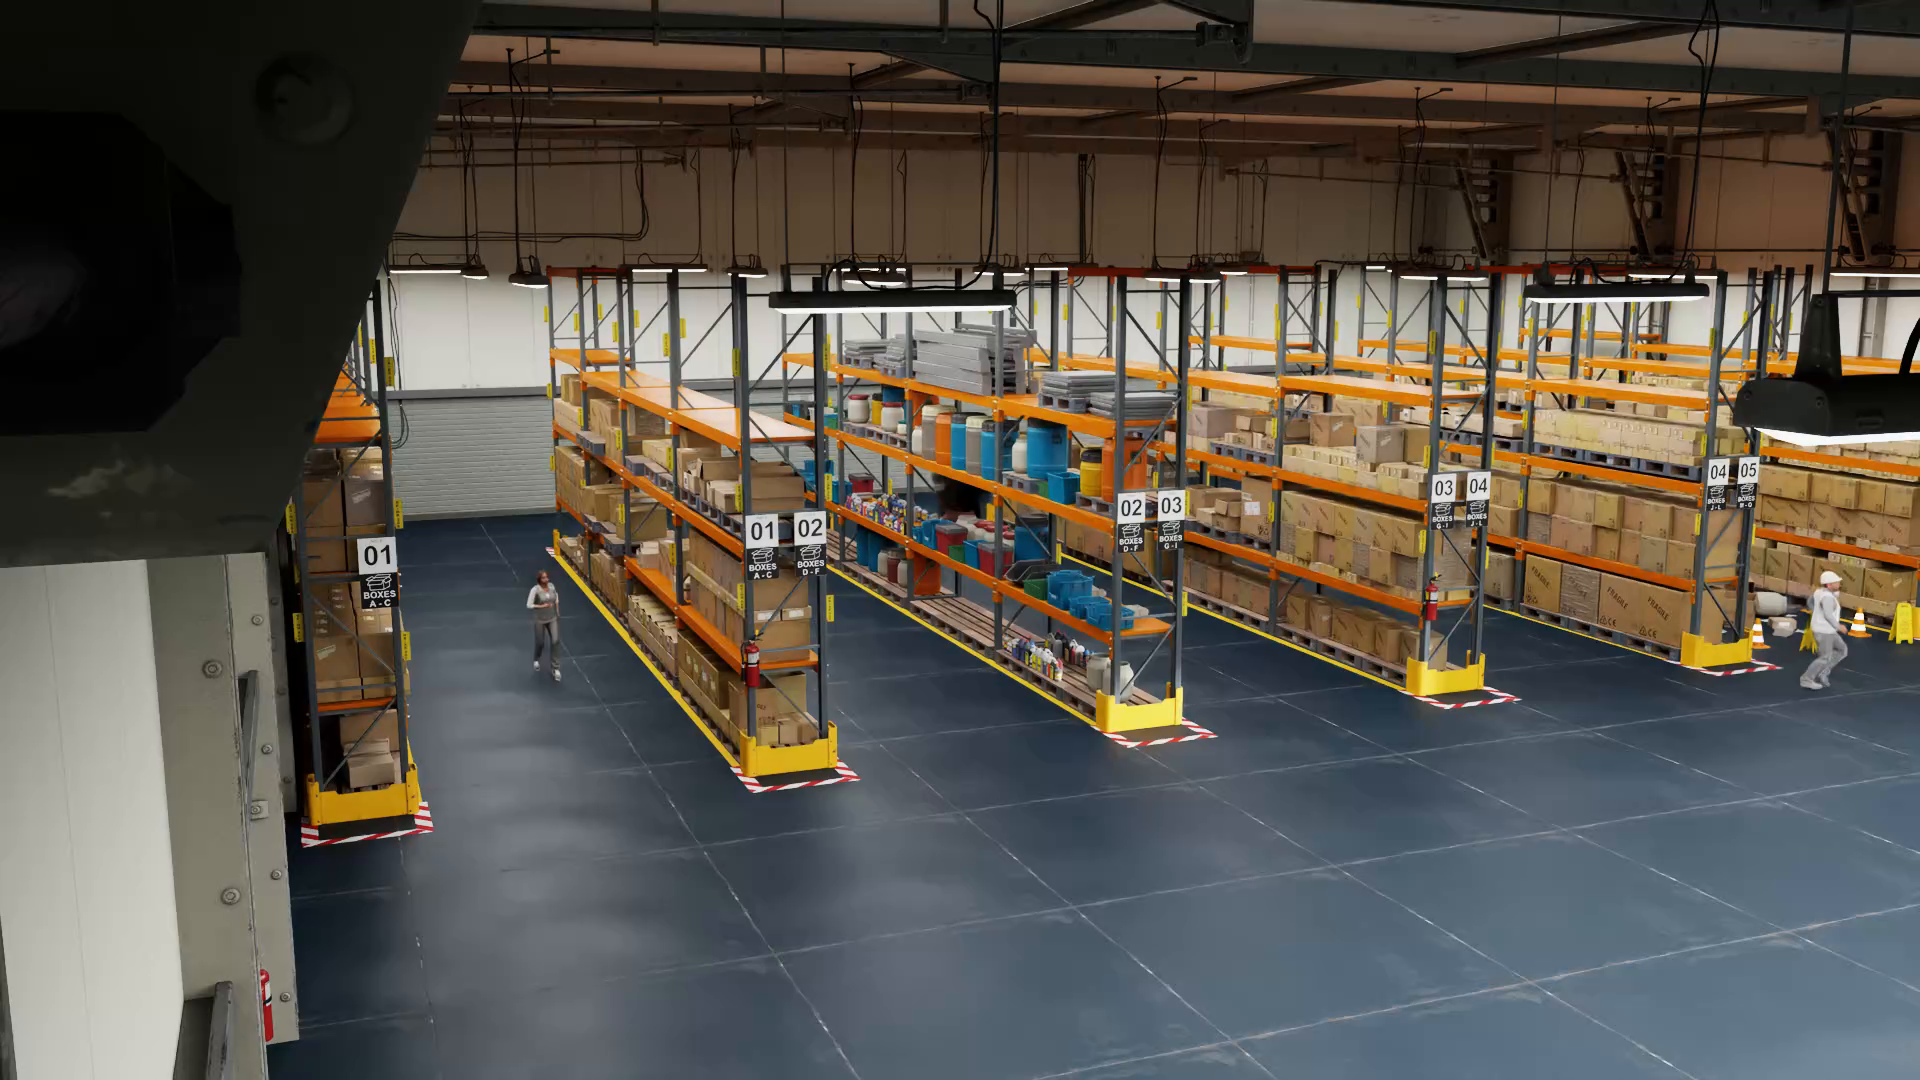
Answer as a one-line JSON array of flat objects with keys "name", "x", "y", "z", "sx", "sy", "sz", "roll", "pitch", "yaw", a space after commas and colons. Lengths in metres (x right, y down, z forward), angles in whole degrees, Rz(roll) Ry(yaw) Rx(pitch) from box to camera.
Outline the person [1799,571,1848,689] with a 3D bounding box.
[{"name": "person", "x": 12.572, "y": 1.307, "z": 24.086, "sx": 0.628, "sy": 1.741, "sz": 0.678, "roll": 3, "pitch": 10, "yaw": 17}]

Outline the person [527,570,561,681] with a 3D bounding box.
[{"name": "person", "x": -6.215, "y": 1.239, "z": 24.852, "sx": 0.565, "sy": 1.628, "sz": 0.778, "roll": -7, "pitch": 12, "yaw": -34}]
